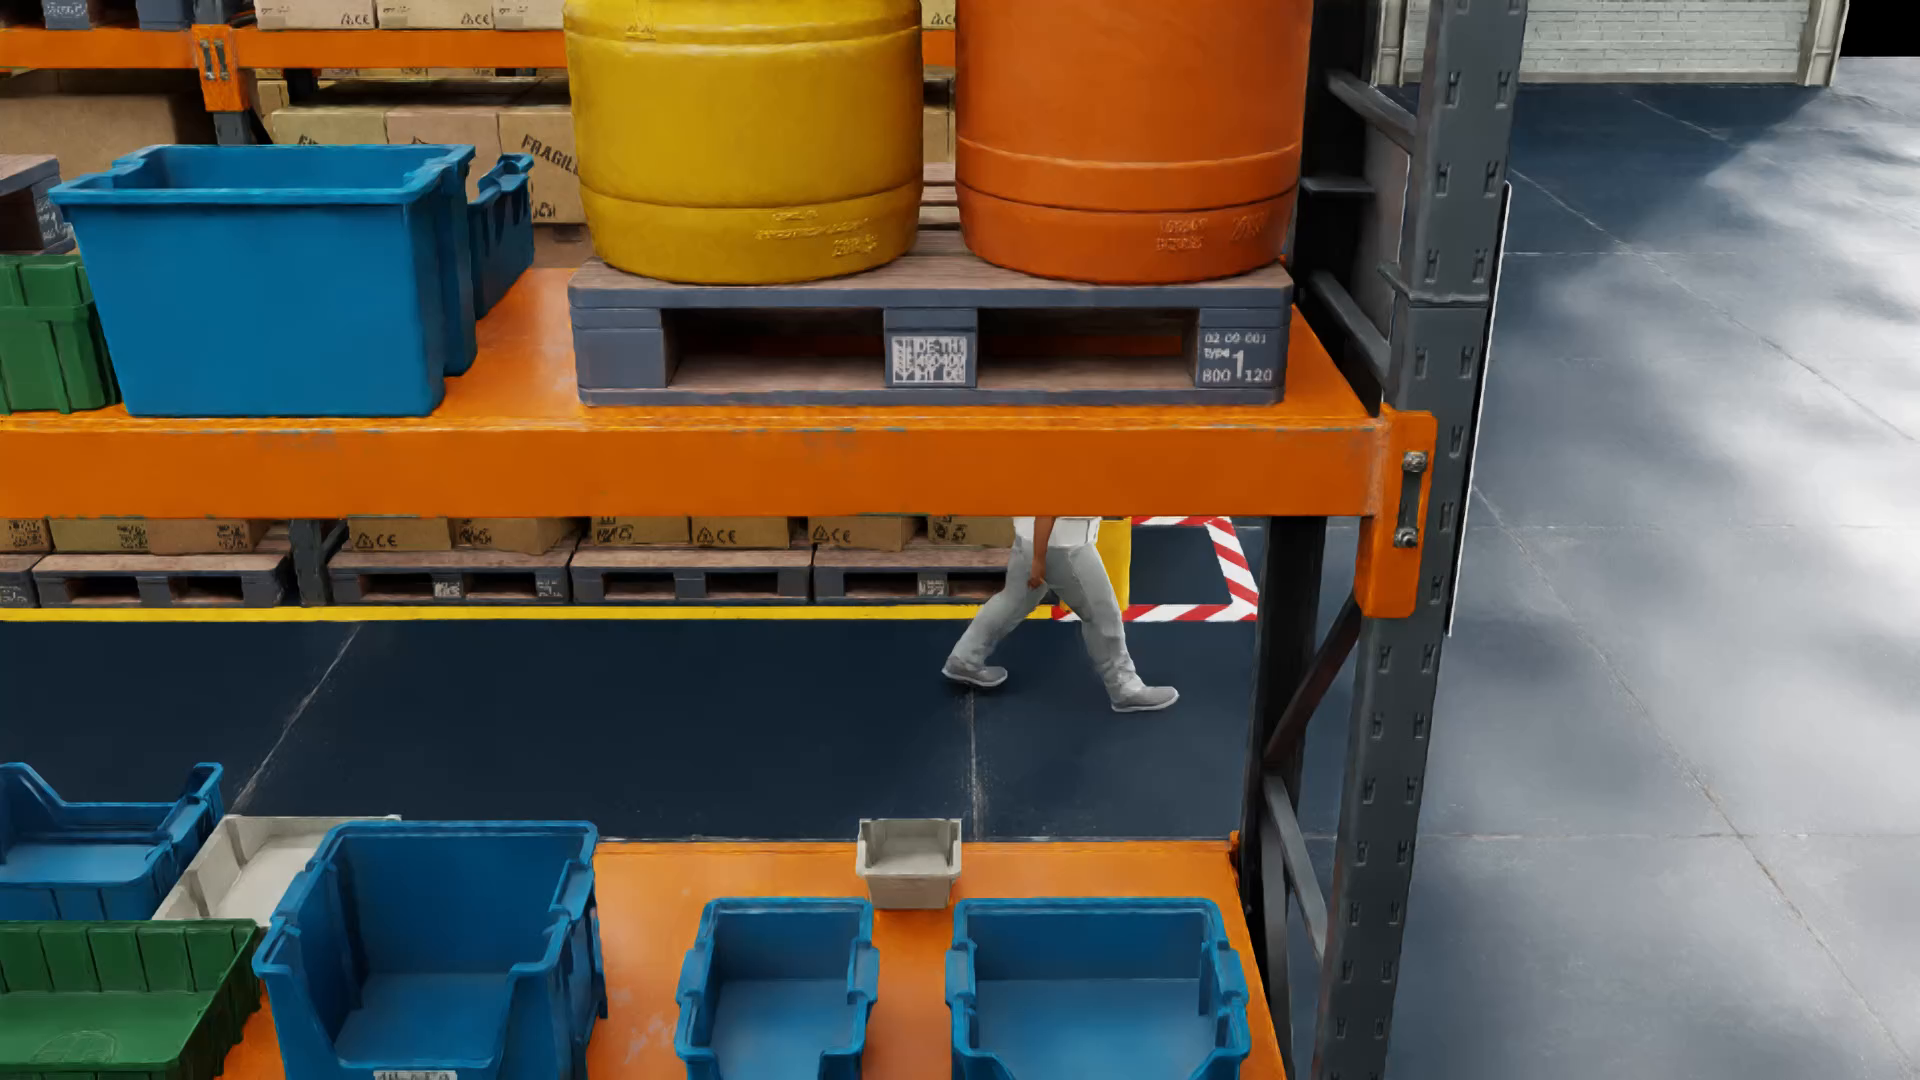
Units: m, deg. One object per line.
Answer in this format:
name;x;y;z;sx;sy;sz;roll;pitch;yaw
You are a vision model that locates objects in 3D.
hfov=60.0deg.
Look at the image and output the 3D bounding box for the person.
person;0.442;-0.036;7.205;1.042;1.605;0.484;-1;24;-2
